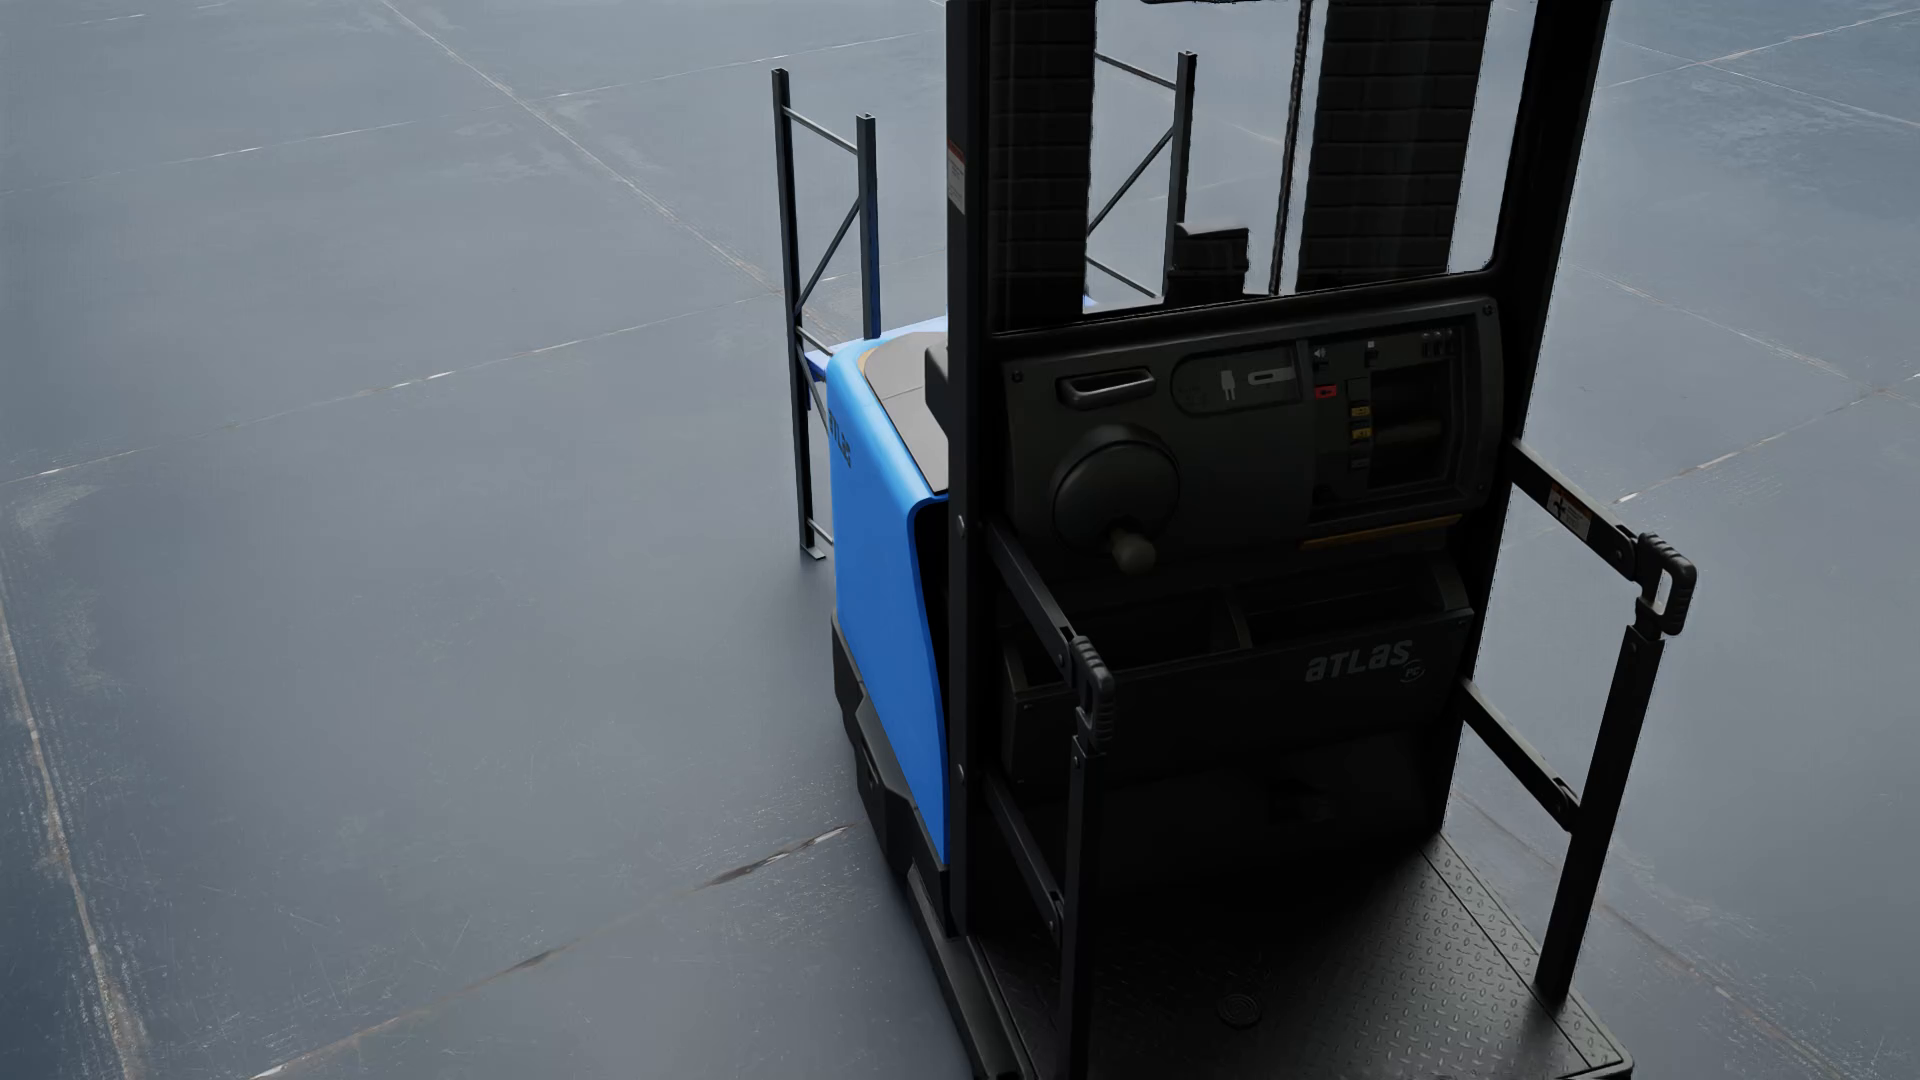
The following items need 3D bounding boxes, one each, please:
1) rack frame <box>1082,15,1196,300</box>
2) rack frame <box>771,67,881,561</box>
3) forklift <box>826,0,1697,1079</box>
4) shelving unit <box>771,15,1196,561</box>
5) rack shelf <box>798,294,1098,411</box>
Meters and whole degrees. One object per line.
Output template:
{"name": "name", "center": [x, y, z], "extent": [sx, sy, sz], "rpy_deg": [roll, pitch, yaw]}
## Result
{"name": "rack frame", "center": [0.499, -0.806, 5.122], "extent": [0.032, 1.500, 0.500], "rpy_deg": [-19, 37, -27]}
{"name": "rack frame", "center": [-0.356, -0.512, 4.656], "extent": [0.032, 1.500, 0.500], "rpy_deg": [-19, 37, -27]}
{"name": "forklift", "center": [0.587, -0.128, 2.706], "extent": [1.130, 2.935, 3.031], "rpy_deg": [-9, 33, -15]}
{"name": "shelving unit", "center": [0.072, -0.659, 4.889], "extent": [1.048, 1.500, 0.538], "rpy_deg": [-19, 37, -27]}
{"name": "rack shelf", "center": [0.072, -0.507, 4.985], "extent": [1.000, 0.185, 0.538], "rpy_deg": [-19, 37, -27]}
